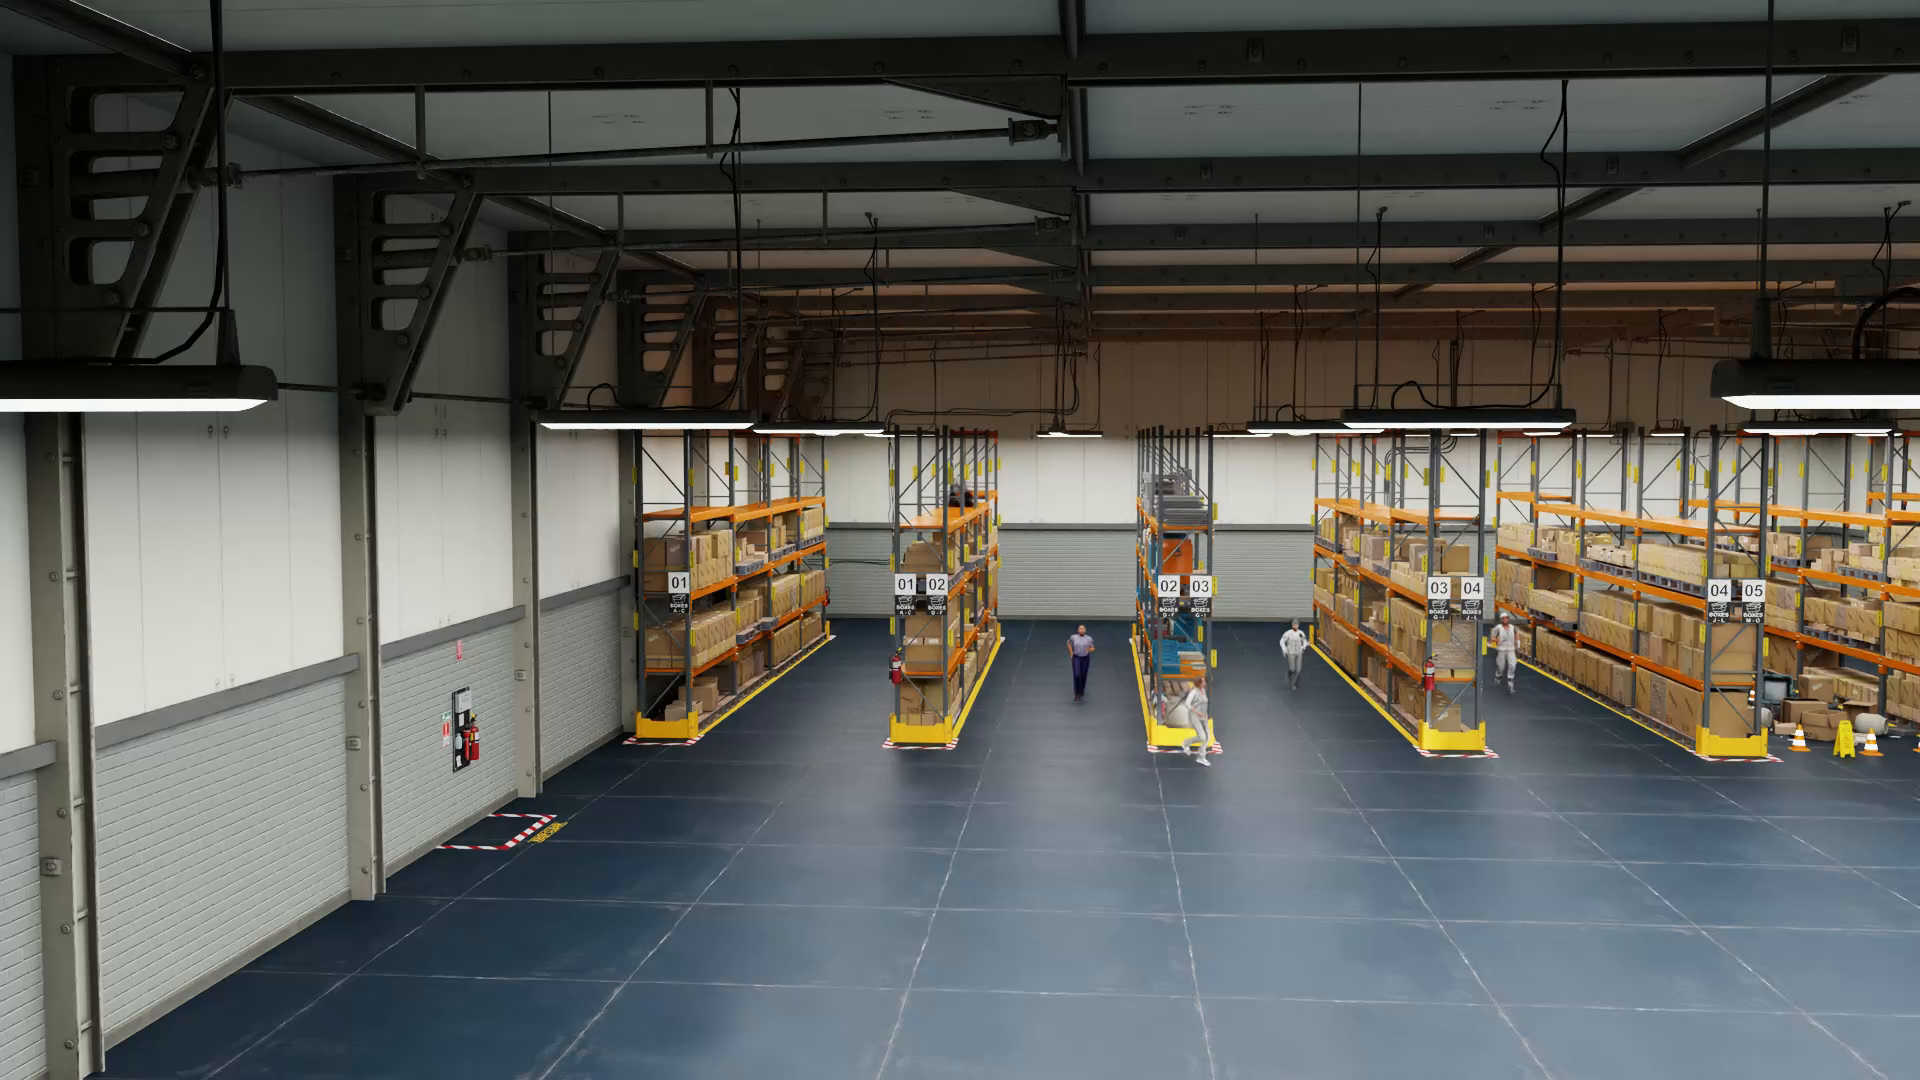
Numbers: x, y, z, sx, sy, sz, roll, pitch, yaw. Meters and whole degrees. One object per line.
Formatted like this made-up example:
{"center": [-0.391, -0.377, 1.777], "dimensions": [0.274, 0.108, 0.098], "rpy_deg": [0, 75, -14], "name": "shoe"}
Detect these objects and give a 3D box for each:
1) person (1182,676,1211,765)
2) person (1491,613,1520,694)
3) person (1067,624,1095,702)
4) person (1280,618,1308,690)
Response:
{"center": [4.191, 3.183, 29.475], "dimensions": [0.588, 1.580, 0.577], "rpy_deg": [3, 5, 45], "name": "person"}
{"center": [12.443, 2.557, 37.885], "dimensions": [0.669, 1.803, 0.935], "rpy_deg": [0, 3, 6], "name": "person"}
{"center": [2.676, 2.706, 36.704], "dimensions": [0.584, 1.711, 0.763], "rpy_deg": [0, 3, -4], "name": "person"}
{"center": [7.663, 2.618, 38.054], "dimensions": [0.611, 1.654, 0.546], "rpy_deg": [0, 3, -1], "name": "person"}
